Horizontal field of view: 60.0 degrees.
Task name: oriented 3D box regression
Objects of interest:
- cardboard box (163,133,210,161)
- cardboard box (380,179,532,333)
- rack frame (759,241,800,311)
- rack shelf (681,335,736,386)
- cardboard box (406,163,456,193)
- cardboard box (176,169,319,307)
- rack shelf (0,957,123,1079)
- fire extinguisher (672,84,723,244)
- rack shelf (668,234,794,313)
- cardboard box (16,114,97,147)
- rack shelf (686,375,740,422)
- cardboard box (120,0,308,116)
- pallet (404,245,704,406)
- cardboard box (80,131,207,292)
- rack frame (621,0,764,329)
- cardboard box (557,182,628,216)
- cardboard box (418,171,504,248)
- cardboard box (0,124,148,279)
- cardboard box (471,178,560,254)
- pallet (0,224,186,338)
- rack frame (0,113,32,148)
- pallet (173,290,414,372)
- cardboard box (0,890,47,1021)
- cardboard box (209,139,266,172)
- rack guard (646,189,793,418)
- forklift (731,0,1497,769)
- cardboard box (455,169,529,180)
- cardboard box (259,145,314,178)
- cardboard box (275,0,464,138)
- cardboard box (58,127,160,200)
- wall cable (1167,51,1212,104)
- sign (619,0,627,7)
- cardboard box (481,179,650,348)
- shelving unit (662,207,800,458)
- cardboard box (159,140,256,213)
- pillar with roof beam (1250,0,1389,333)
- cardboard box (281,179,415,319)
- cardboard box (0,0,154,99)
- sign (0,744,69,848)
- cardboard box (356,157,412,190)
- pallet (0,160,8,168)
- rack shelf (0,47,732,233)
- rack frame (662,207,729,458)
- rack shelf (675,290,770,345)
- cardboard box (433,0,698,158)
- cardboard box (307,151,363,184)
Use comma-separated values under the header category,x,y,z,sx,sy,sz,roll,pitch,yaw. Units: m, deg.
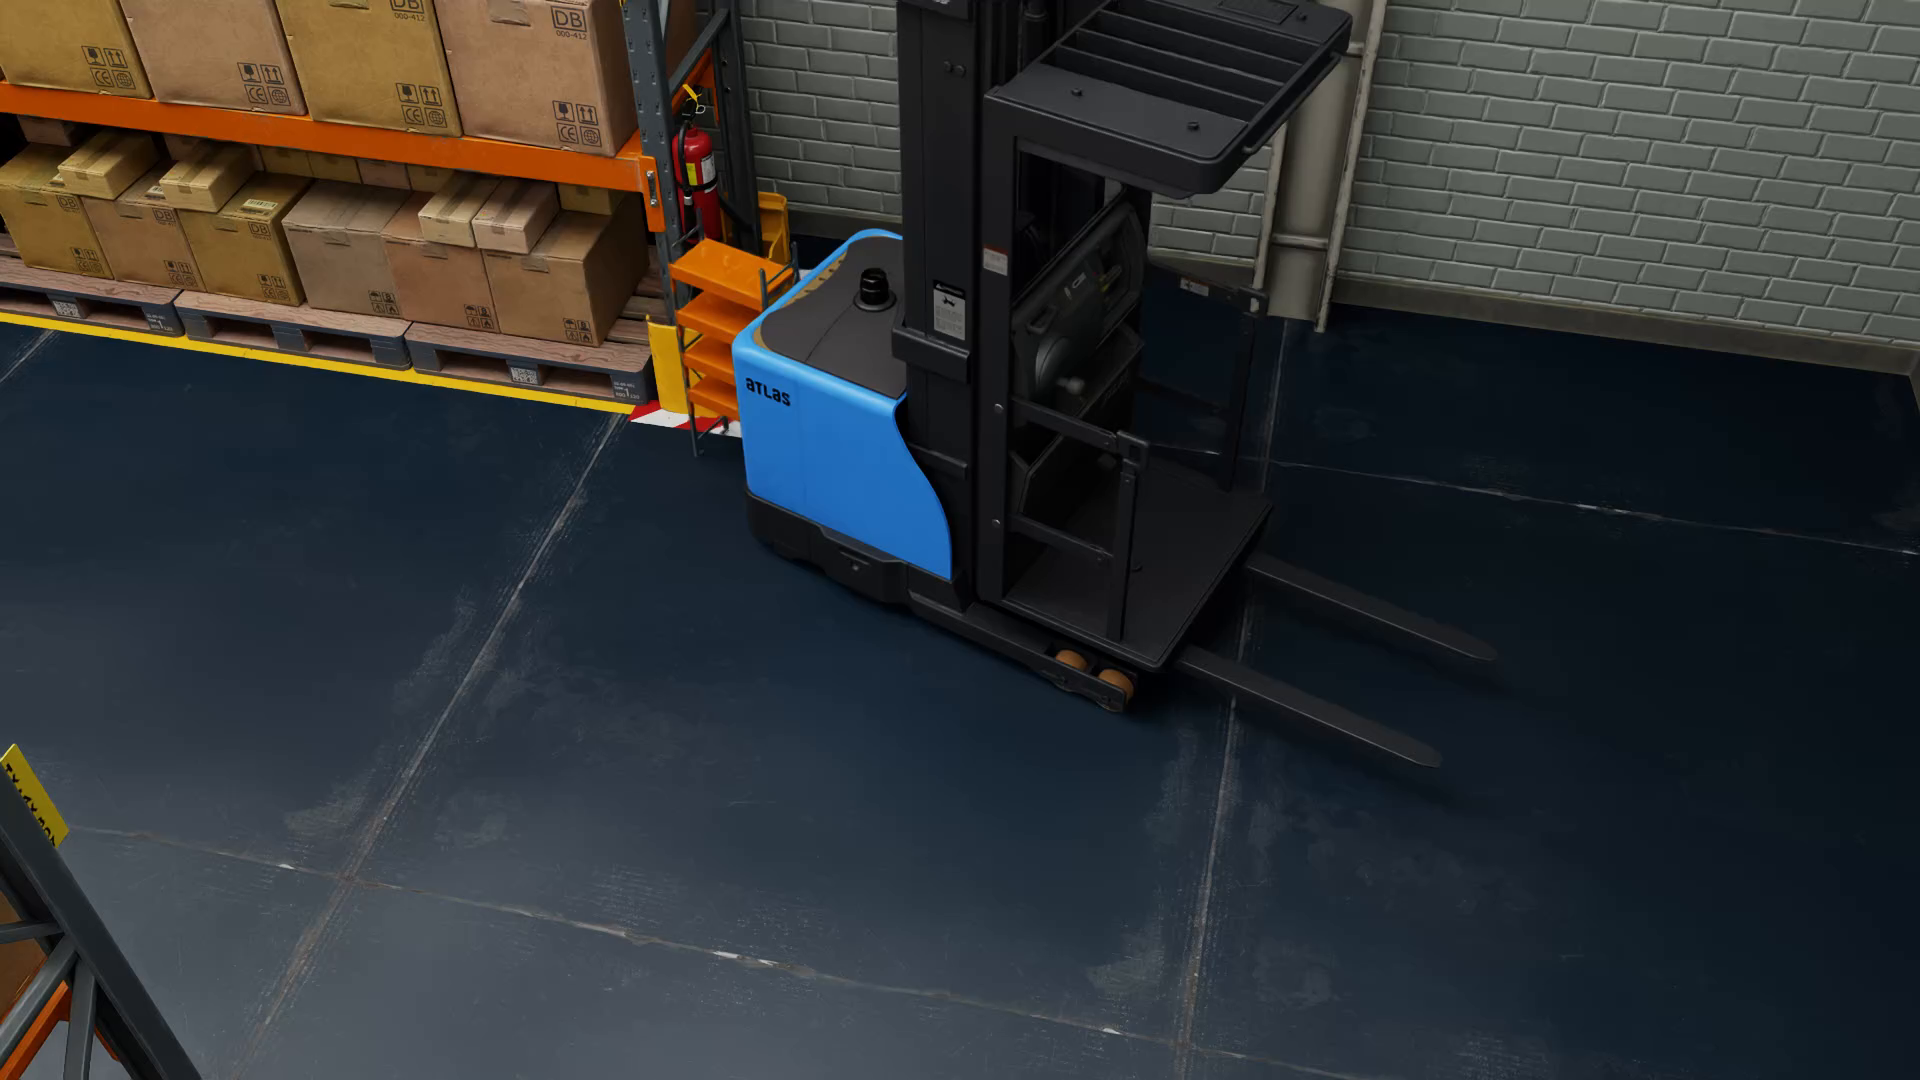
category,x,y,z,sx,sy,sz,roll,pitch,yaw
cardboard box,-3.686,-2.015,8.172,0.250,0.149,0.380,8,44,8
cardboard box,-2.357,-1.434,8.036,0.500,0.500,0.700,9,45,9
rack frame,-0.728,-0.705,7.077,0.015,1.200,0.240,23,48,22
rack shelf,-0.937,-0.745,7.216,0.480,0.148,0.258,23,48,22
cardboard box,-2.442,-1.822,7.972,0.250,0.149,0.380,9,45,9
cardboard box,-3.370,-1.585,8.194,0.500,0.500,0.700,10,45,10
rack shelf,-4.194,1.240,4.277,4.000,0.370,1.077,9,45,9
fire extinguisher,-1.118,-1.572,7.004,0.183,0.674,0.296,9,45,9
rack shelf,-0.937,-1.076,6.896,0.480,0.148,0.258,23,48,22
cardboard box,-4.458,-2.133,8.295,0.250,0.149,0.380,9,45,9
rack shelf,-0.937,-0.602,7.353,0.480,0.148,0.258,23,48,22
cardboard box,-3.118,-2.472,7.399,0.700,0.700,0.980,7,44,7
pallet,-1.961,-1.132,8.234,1.213,0.211,1.003,9,45,9
cardboard box,-3.871,-1.664,8.276,0.500,0.500,0.700,8,45,9
rack frame,-1.164,-2.069,7.196,0.127,3.000,1.000,9,45,9
cardboard box,-1.703,-1.708,7.854,0.250,0.149,0.380,9,45,9
cardboard box,-2.284,-1.526,7.664,0.250,0.149,0.380,10,45,10
cardboard box,-4.360,-1.743,8.357,0.500,0.500,0.700,9,45,10
cardboard box,-2.034,-1.488,7.625,0.250,0.149,0.380,8,45,9
pallet,-4.343,-1.502,8.618,1.213,0.211,1.003,9,45,9
rack frame,-5.068,-2.675,7.826,0.127,3.000,1.000,9,45,9
pallet,-3.148,-1.319,8.428,1.213,0.211,1.003,9,45,9
cardboard box,-2.618,1.002,3.934,0.500,0.500,0.500,10,45,10
cardboard box,-3.440,-1.976,8.132,0.250,0.149,0.380,9,45,9
rack guard,-1.141,-1.165,8.060,0.348,0.500,1.175,9,45,9
forklift,0.615,-0.811,5.939,3.031,2.935,1.130,23,48,22
cardboard box,-2.198,-1.784,7.933,0.250,0.149,0.380,9,45,9
cardboard box,-3.188,-1.937,8.092,0.250,0.149,0.380,8,44,8
cardboard box,-2.376,-2.350,7.272,0.700,0.700,0.980,8,45,9
cardboard box,-4.066,-1.801,7.950,0.250,0.149,0.380,10,45,10
wall cable,0.292,-2.881,7.308,1.851,1.984,0.084,9,45,9
sign,-1.296,-2.206,6.333,0.005,0.325,0.100,9,45,9
cardboard box,-1.869,-1.358,7.958,0.500,0.500,0.700,9,45,9
shelving unit,-0.937,-0.793,7.169,0.503,1.200,0.258,23,48,22
cardboard box,-3.556,-1.722,7.868,0.250,0.149,0.380,8,44,8
pillar with roof beam,0.720,-1.493,2.273,0.400,9.000,9.100,9,45,9
cardboard box,-2.848,-1.509,8.115,0.500,0.500,0.700,7,44,8
cardboard box,-3.831,-2.575,7.506,0.700,0.700,0.980,8,44,8
sign,-2.124,0.605,3.794,0.005,0.325,0.100,9,45,9
cardboard box,-2.690,-1.860,8.012,0.250,0.149,0.380,9,45,10
pallet,-5.837,-1.736,8.861,1.213,0.211,1.003,9,45,9
rack shelf,-3.116,-2.113,7.761,4.000,0.370,1.077,9,45,9
rack frame,-1.145,-0.881,7.260,0.015,1.200,0.240,23,48,22
rack shelf,-0.937,-0.906,7.060,0.480,0.148,0.258,23,48,22
cardboard box,-1.664,-2.247,7.166,0.700,0.700,0.980,11,45,11
cardboard box,-2.941,-1.899,8.052,0.250,0.149,0.380,9,45,9
